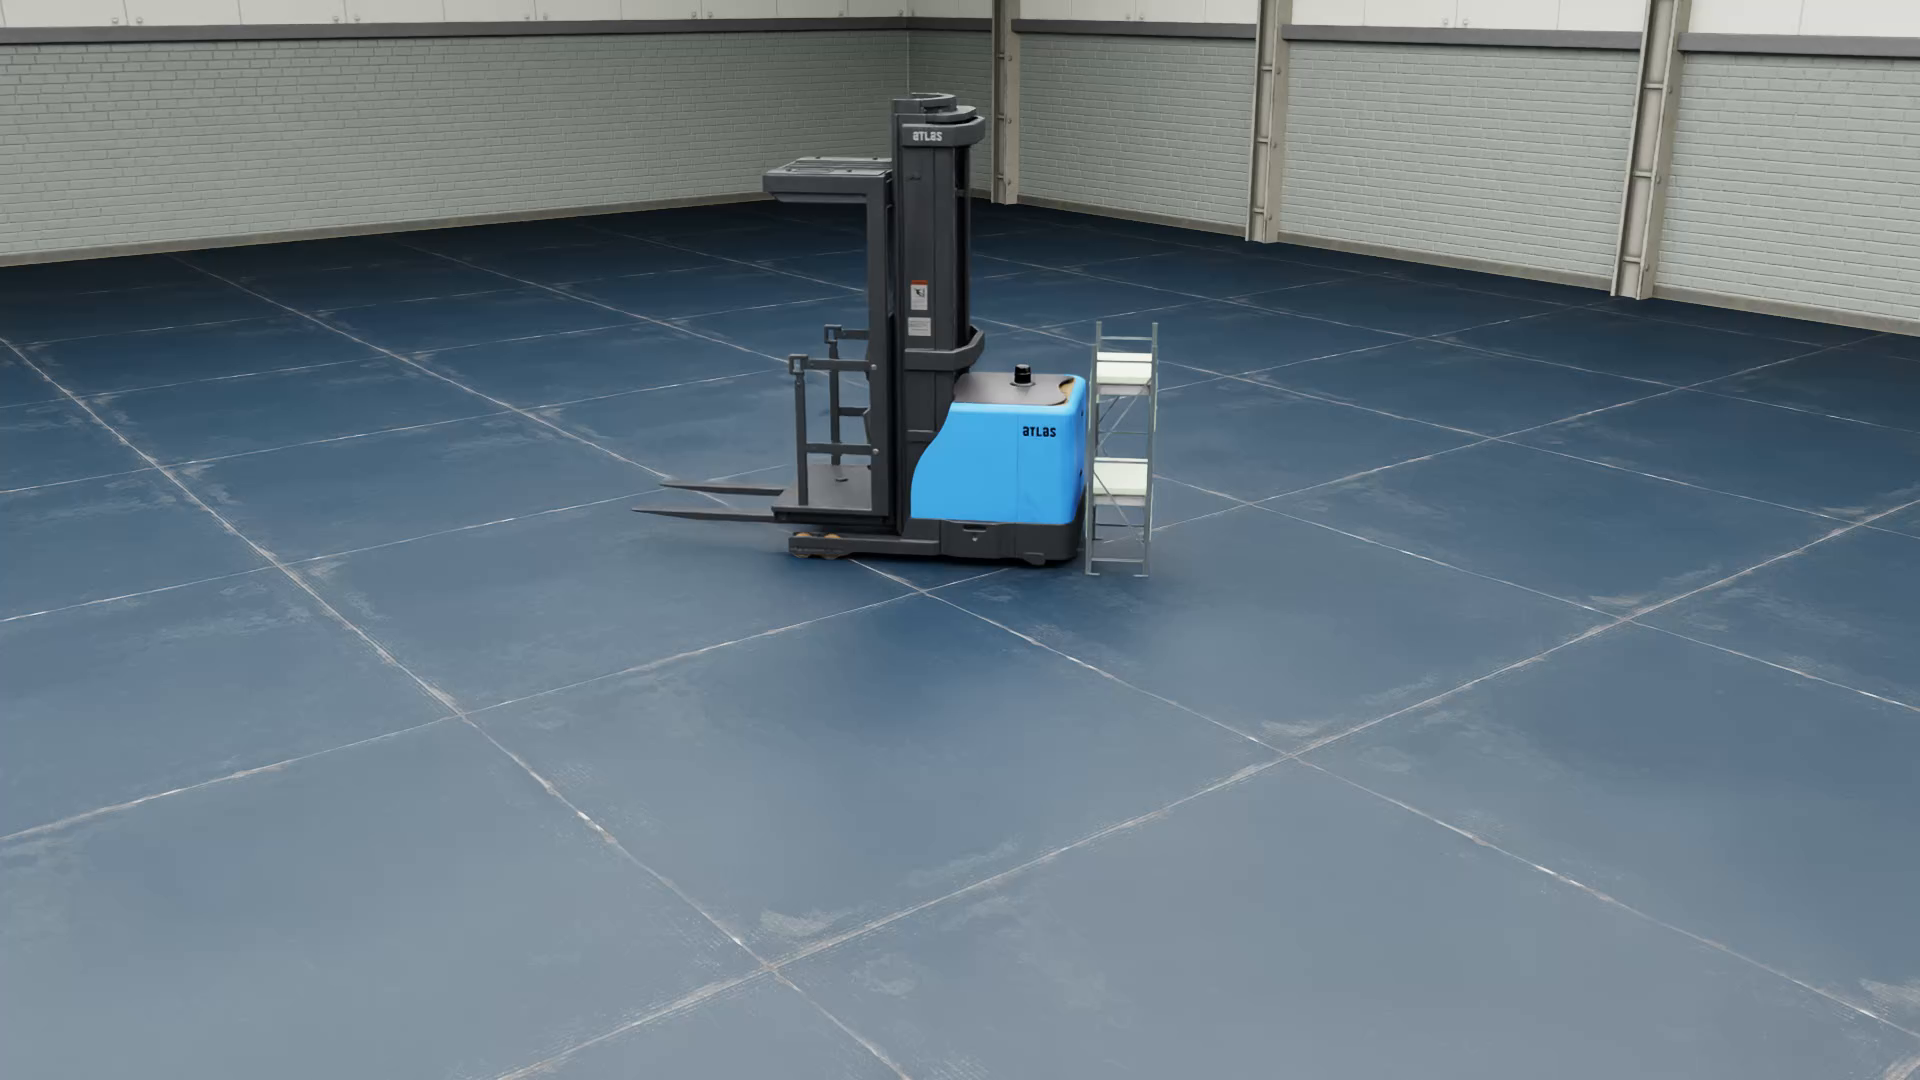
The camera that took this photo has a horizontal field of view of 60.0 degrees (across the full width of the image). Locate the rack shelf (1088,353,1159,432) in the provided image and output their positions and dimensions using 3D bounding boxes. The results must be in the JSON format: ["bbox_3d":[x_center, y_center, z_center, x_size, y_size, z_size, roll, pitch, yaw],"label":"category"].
[{"bbox_3d":[1.052,-0.969,10.658,0.431,0.370,0.720,2,18,6],"label":"rack shelf"}]

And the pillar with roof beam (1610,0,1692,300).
[{"bbox_3d":[4.862,-6.422,16.442,9.100,9.000,0.400,-14,23,-36],"label":"pillar with roof beam"}]

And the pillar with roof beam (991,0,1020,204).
[{"bbox_3d":[-2.589,-9.379,25.371,9.100,9.000,0.400,-14,23,-36],"label":"pillar with roof beam"}]

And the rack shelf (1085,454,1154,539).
[{"bbox_3d":[1.049,-0.289,10.883,0.431,0.370,0.720,2,18,6],"label":"rack shelf"}]

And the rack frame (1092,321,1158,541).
[{"bbox_3d":[1.091,-0.713,11.126,0.400,1.500,0.023,2,18,6],"label":"rack frame"}]

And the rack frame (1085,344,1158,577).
[{"bbox_3d":[1.009,-0.484,10.435,0.400,1.500,0.023,2,18,6],"label":"rack frame"}]

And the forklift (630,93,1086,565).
[{"bbox_3d":[-0.692,-1.421,10.992,3.031,2.935,1.130,3,19,8],"label":"forklift"}]

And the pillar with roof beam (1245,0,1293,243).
[{"bbox_3d":[1.137,-7.901,20.907,9.100,9.000,0.400,-14,23,-36],"label":"pillar with roof beam"}]

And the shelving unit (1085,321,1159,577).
[{"bbox_3d":[1.050,-0.598,10.781,0.431,1.500,0.755,2,18,6],"label":"shelving unit"}]
